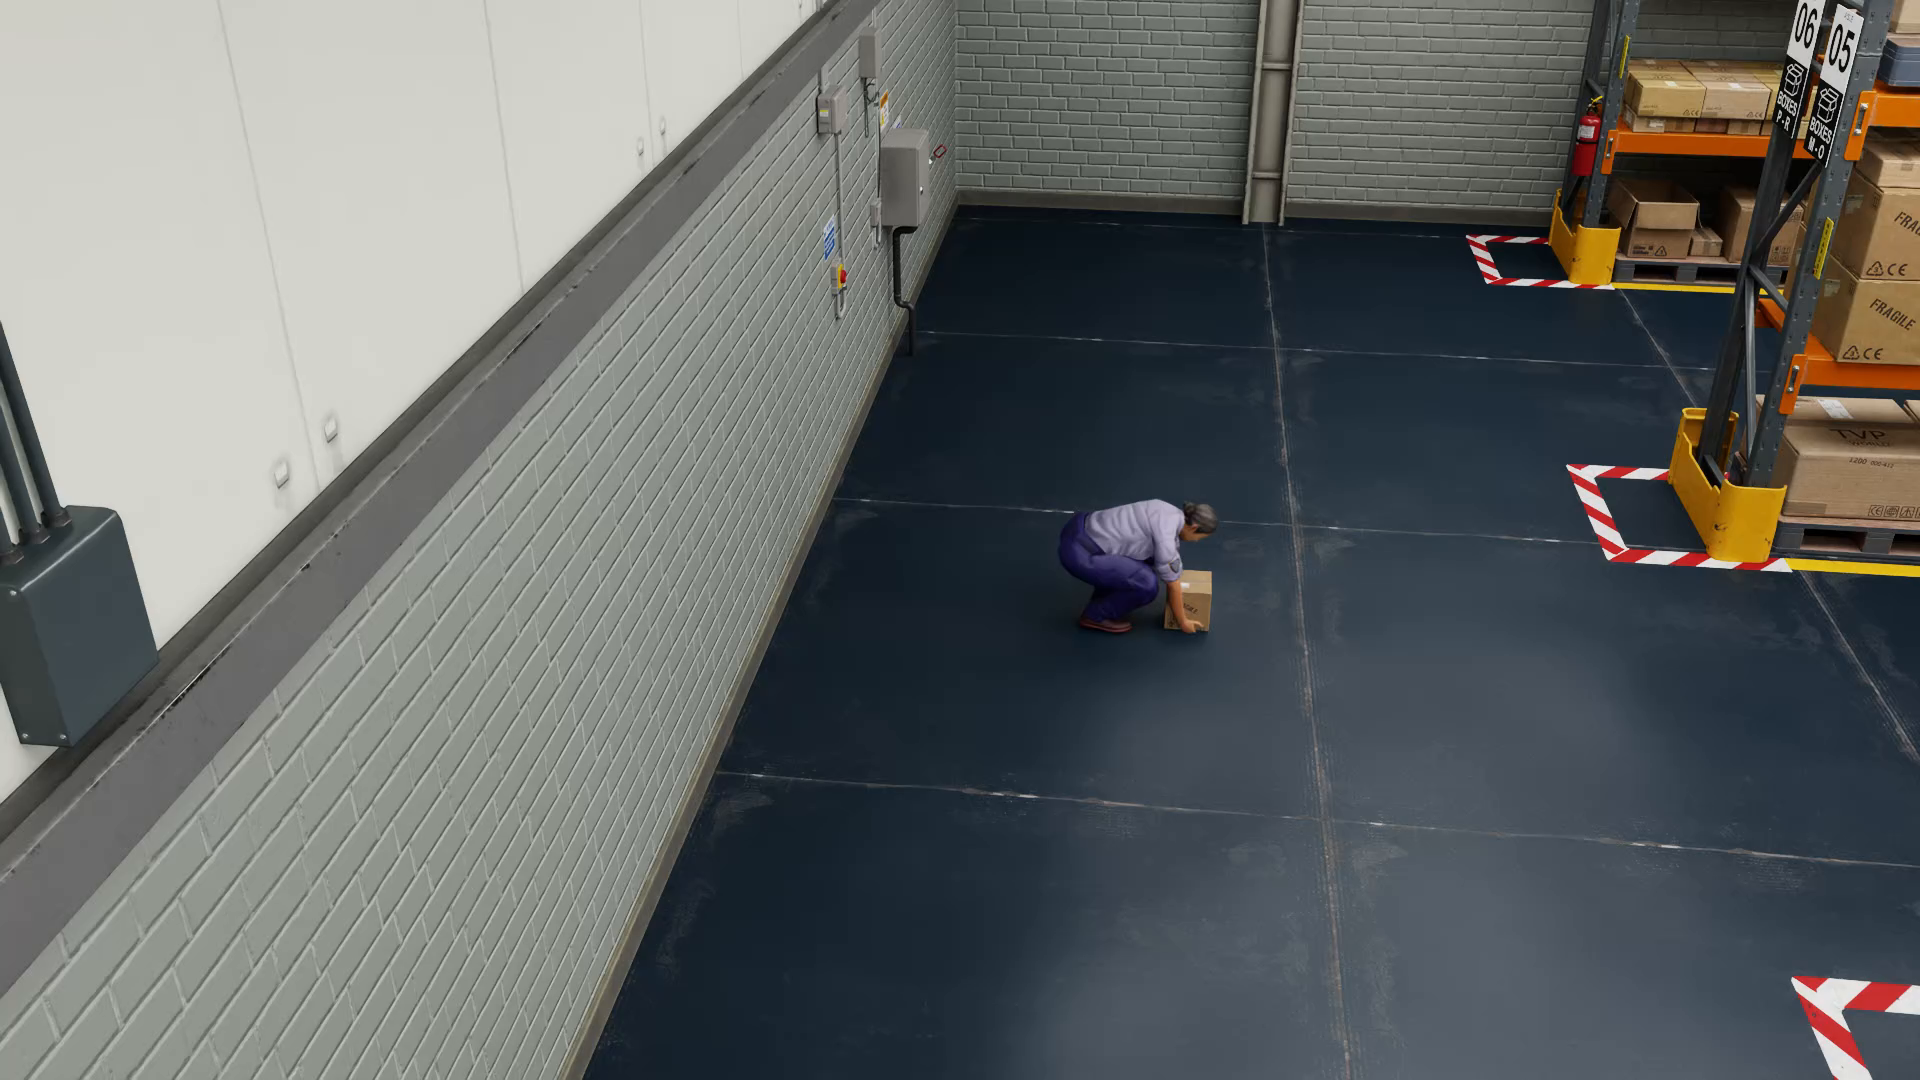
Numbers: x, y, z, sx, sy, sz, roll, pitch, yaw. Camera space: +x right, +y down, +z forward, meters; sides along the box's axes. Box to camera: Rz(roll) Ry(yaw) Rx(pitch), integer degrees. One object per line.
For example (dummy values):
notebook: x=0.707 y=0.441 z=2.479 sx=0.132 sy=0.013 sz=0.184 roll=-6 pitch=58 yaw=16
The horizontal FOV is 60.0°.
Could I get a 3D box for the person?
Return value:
person: x=0.993 y=0.137 z=9.383 sx=0.883 sy=0.729 sz=0.495 roll=3 pitch=29 yaw=5
